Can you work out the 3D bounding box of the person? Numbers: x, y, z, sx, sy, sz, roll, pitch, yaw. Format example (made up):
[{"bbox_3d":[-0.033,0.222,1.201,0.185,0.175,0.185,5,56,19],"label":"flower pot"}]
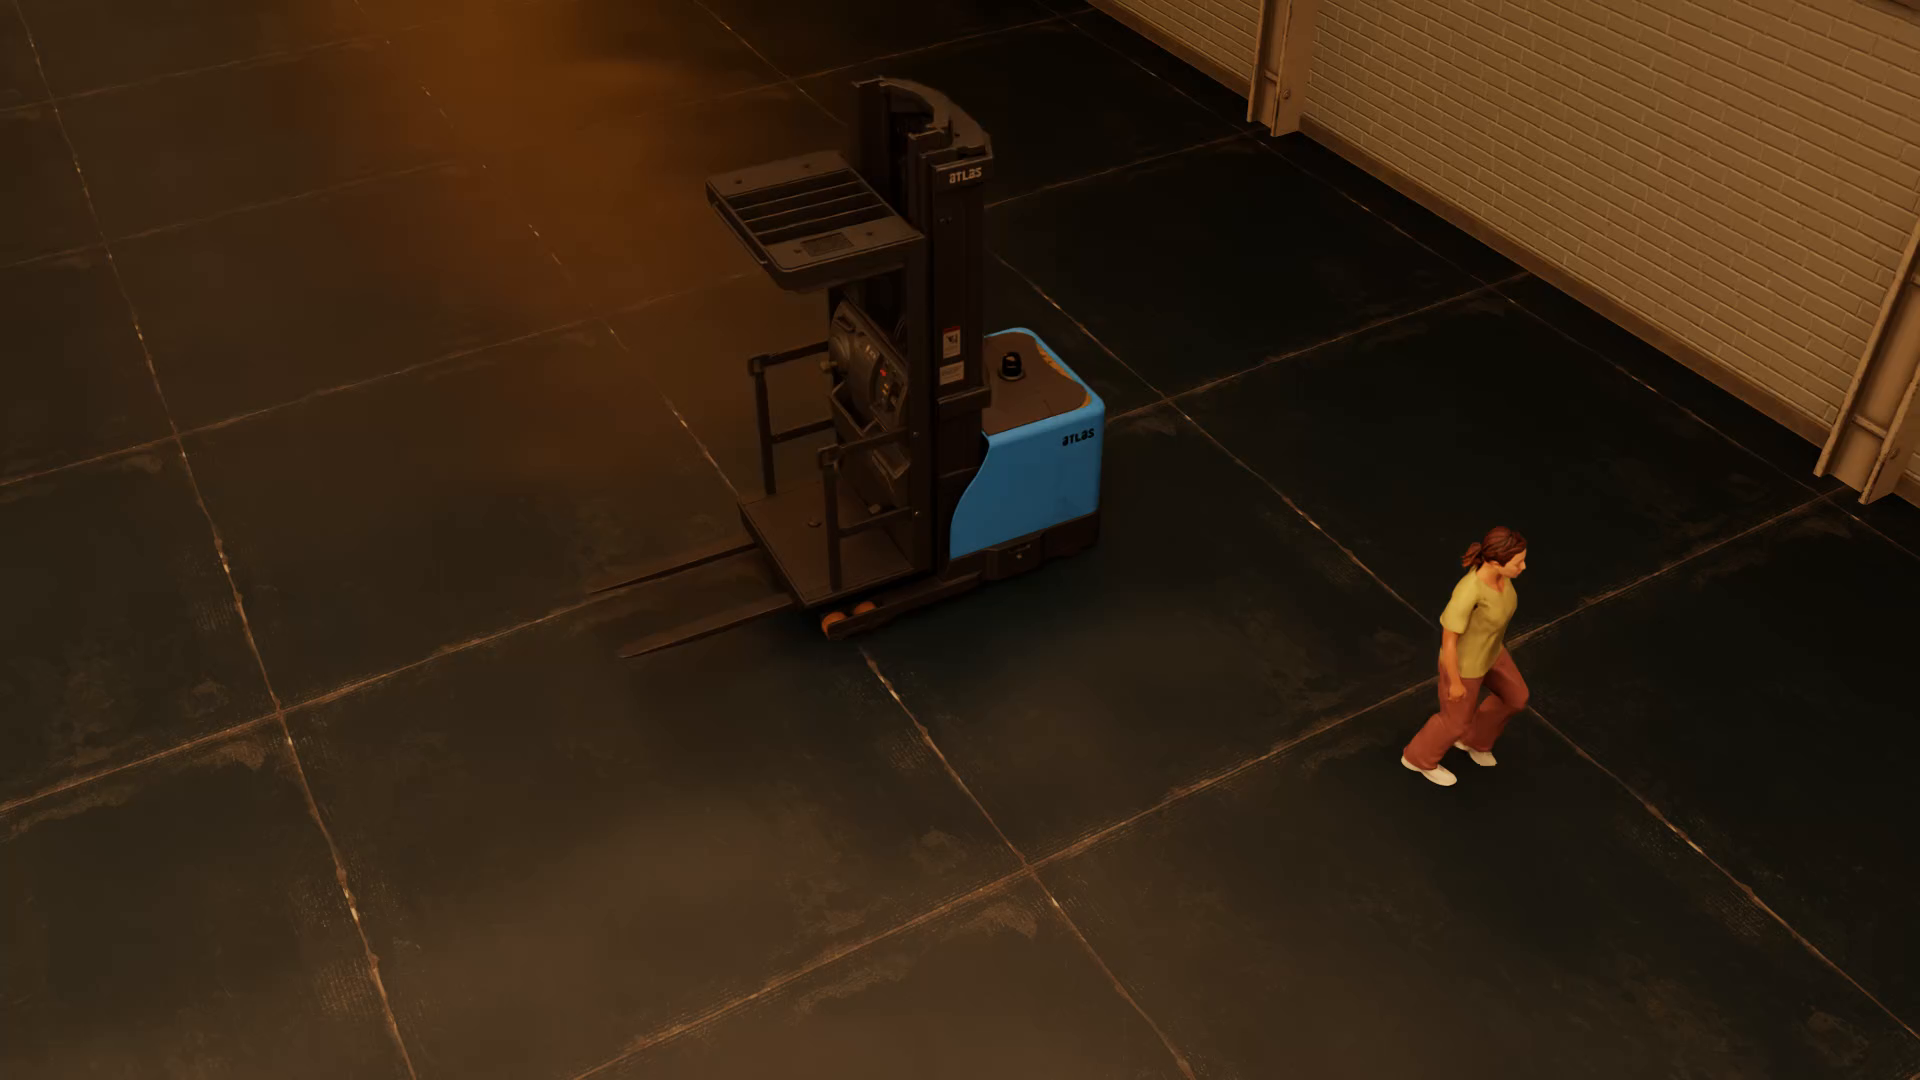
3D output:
[{"bbox_3d":[2.597,0.617,8.322,0.489,1.688,0.569,26,46,28],"label":"person"}]

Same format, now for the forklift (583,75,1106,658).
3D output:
[{"bbox_3d":[-0.690,-0.934,9.162,3.031,2.935,1.130,-18,43,-21],"label":"forklift"}]
